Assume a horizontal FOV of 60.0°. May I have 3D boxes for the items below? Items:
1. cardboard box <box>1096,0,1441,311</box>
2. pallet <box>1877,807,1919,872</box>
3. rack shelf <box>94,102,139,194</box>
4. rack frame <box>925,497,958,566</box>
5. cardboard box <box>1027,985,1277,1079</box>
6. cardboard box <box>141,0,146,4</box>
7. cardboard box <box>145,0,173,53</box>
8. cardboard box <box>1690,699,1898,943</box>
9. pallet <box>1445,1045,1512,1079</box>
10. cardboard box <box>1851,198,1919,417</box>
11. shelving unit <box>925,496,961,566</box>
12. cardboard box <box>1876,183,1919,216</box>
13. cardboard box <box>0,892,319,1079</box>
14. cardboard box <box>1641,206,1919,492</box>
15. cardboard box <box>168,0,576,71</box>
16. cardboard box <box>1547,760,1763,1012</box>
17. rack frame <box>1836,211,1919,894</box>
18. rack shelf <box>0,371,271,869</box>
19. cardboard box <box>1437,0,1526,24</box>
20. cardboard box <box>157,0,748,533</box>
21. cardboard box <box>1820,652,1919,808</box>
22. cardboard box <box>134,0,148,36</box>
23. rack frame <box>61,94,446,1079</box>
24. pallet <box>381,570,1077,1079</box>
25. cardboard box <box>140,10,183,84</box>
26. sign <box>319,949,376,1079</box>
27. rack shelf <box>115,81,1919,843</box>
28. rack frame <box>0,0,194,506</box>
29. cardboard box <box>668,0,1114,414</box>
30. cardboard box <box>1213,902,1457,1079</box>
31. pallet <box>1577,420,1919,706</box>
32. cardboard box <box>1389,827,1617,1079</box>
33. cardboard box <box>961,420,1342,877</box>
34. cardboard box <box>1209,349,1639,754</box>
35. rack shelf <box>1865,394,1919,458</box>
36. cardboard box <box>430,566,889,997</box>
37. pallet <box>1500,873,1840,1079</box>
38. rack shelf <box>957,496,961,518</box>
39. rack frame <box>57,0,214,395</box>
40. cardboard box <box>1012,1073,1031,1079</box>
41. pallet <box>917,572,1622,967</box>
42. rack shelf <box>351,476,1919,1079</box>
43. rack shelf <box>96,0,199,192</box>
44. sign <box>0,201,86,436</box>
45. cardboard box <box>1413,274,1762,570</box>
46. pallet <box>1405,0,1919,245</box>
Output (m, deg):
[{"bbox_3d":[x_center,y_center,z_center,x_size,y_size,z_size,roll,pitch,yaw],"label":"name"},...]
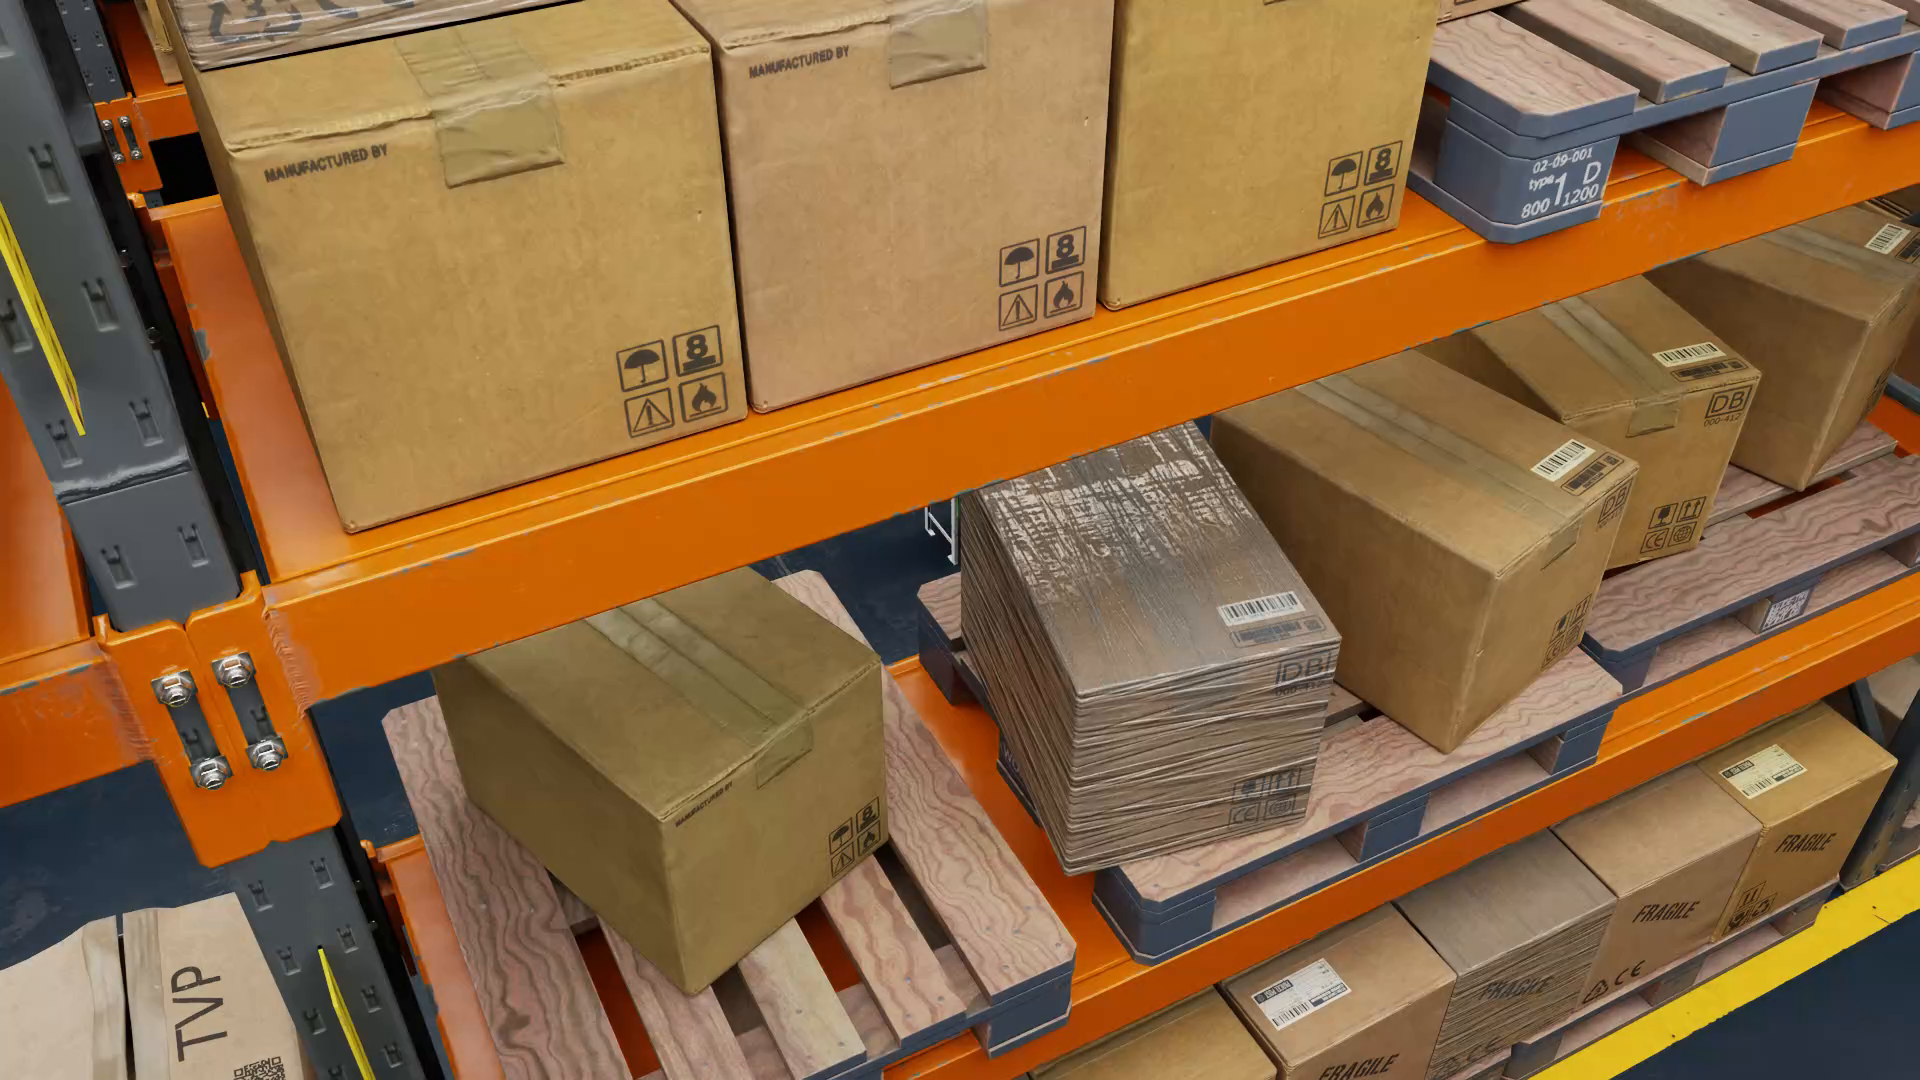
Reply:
[{"bbox_3d":[0.219,-0.834,2.514,0.500,0.500,0.910,-19,44,-21],"label":"cardboard box"},{"bbox_3d":[3.091,0.472,5.529,1.213,0.211,1.003,-19,44,-21],"label":"pallet"},{"bbox_3d":[-5.132,-1.160,5.855,4.000,0.370,1.077,-19,44,-21],"label":"rack shelf"},{"bbox_3d":[-0.070,-0.435,5.835,0.015,1.200,0.240,-19,44,-21],"label":"rack frame"},{"bbox_3d":[0.378,1.314,3.970,0.500,0.500,0.500,-19,44,-21],"label":"cardboard box"},{"bbox_3d":[-3.061,-2.483,6.538,0.500,0.500,0.500,-18,44,-20],"label":"cardboard box"},{"bbox_3d":[-2.809,-2.189,6.191,0.500,0.500,0.500,-17,43,-19],"label":"cardboard box"},{"bbox_3d":[2.176,0.710,4.684,0.500,0.500,0.500,-19,44,-21],"label":"cardboard box"},{"bbox_3d":[0.694,1.308,4.542,1.213,0.211,1.003,-19,44,-21],"label":"pallet"},{"bbox_3d":[2.806,-0.722,4.704,0.500,0.500,0.500,-18,43,-20],"label":"cardboard box"},{"bbox_3d":[0.147,-0.507,5.921,0.503,1.200,0.258,-19,44,-21],"label":"shelving unit"},{"bbox_3d":[2.810,-1.107,4.385,0.500,0.500,0.500,-18,44,-20],"label":"cardboard box"},{"bbox_3d":[-1.409,0.924,2.906,0.500,0.311,0.500,-16,43,-18],"label":"cardboard box"},{"bbox_3d":[1.958,-0.573,4.203,0.700,0.500,0.500,31,49,31],"label":"cardboard box"},{"bbox_3d":[-0.677,-0.885,1.801,0.500,0.500,0.500,-19,44,-21],"label":"cardboard box"},{"bbox_3d":[1.734,0.853,4.515,0.500,0.500,0.500,-18,44,-20],"label":"cardboard box"},{"bbox_3d":[2.481,-0.388,4.386,0.127,3.000,1.000,-19,44,-21],"label":"rack frame"},{"bbox_3d":[-2.840,0.533,1.534,4.000,0.370,1.077,-19,44,-21],"label":"rack shelf"},{"bbox_3d":[0.819,-1.261,2.617,0.600,0.600,0.600,-20,44,-22],"label":"cardboard box"},{"bbox_3d":[-0.695,-0.526,2.151,0.500,0.500,0.910,-19,44,-21],"label":"cardboard box"},{"bbox_3d":[2.954,0.469,5.114,0.500,0.311,0.500,-19,44,-21],"label":"cardboard box"},{"bbox_3d":[-3.187,-2.187,6.691,0.250,0.149,0.380,-18,43,-20],"label":"cardboard box"},{"bbox_3d":[-1.066,0.806,2.976,0.127,3.000,1.000,-19,44,-21],"label":"rack frame"},{"bbox_3d":[-0.498,0.637,3.325,1.003,0.211,1.213,-19,44,-21],"label":"pallet"},{"bbox_3d":[-2.959,-1.909,6.362,0.250,0.149,0.380,-19,44,-21],"label":"cardboard box"},{"bbox_3d":[-0.807,0.681,2.227,0.005,0.325,0.100,-19,44,-21],"label":"sign"},{"bbox_3d":[0.707,-0.661,2.944,4.000,0.370,1.077,-19,44,-21],"label":"rack shelf"},{"bbox_3d":[-1.066,-1.484,1.038,0.127,3.000,1.000,-19,44,-21],"label":"rack frame"},{"bbox_3d":[-0.243,-0.679,2.331,0.500,0.500,0.910,-19,44,-21],"label":"cardboard box"},{"bbox_3d":[0.839,1.155,4.158,0.500,0.500,0.500,-20,44,-22],"label":"cardboard box"},{"bbox_3d":[1.722,-0.138,4.240,1.213,0.211,1.003,-19,44,-21],"label":"pallet"},{"bbox_3d":[1.289,1.002,4.339,0.500,0.500,0.500,-18,43,-20],"label":"cardboard box"},{"bbox_3d":[0.339,0.192,3.300,0.500,0.500,0.700,-11,41,-13],"label":"cardboard box"},{"bbox_3d":[0.943,-0.023,3.554,0.500,0.500,0.700,-30,49,-31],"label":"cardboard box"},{"bbox_3d":[4.255,-0.710,5.324,4.000,0.370,1.077,-19,44,-21],"label":"rack shelf"},{"bbox_3d":[-0.560,0.355,3.106,0.700,0.500,0.500,31,49,31],"label":"cardboard box"},{"bbox_3d":[1.777,0.941,4.975,1.213,0.211,1.003,-19,44,-21],"label":"pallet"},{"bbox_3d":[0.147,-0.275,6.117,0.480,0.148,0.258,-19,44,-21],"label":"rack shelf"},{"bbox_3d":[-3.358,-2.031,6.328,0.127,3.000,1.000,-19,44,-21],"label":"rack frame"},{"bbox_3d":[-0.069,1.461,3.797,0.500,0.500,0.500,-20,44,-22],"label":"cardboard box"},{"bbox_3d":[0.656,0.296,3.727,1.213,0.211,1.003,-19,44,-21],"label":"pallet"},{"bbox_3d":[0.707,0.484,3.914,4.000,0.370,1.077,-19,44,-21],"label":"rack shelf"},{"bbox_3d":[-1.584,-2.354,7.266,4.000,0.370,1.077,-19,44,-21],"label":"rack shelf"},{"bbox_3d":[-0.817,-0.246,1.436,0.005,0.325,0.100,-19,44,-21],"label":"sign"},{"bbox_3d":[1.377,-0.331,3.917,0.500,0.500,0.700,-12,42,-14],"label":"cardboard box"},{"bbox_3d":[0.952,-0.995,2.928,1.003,0.211,1.213,-19,44,-21],"label":"pallet"}]
